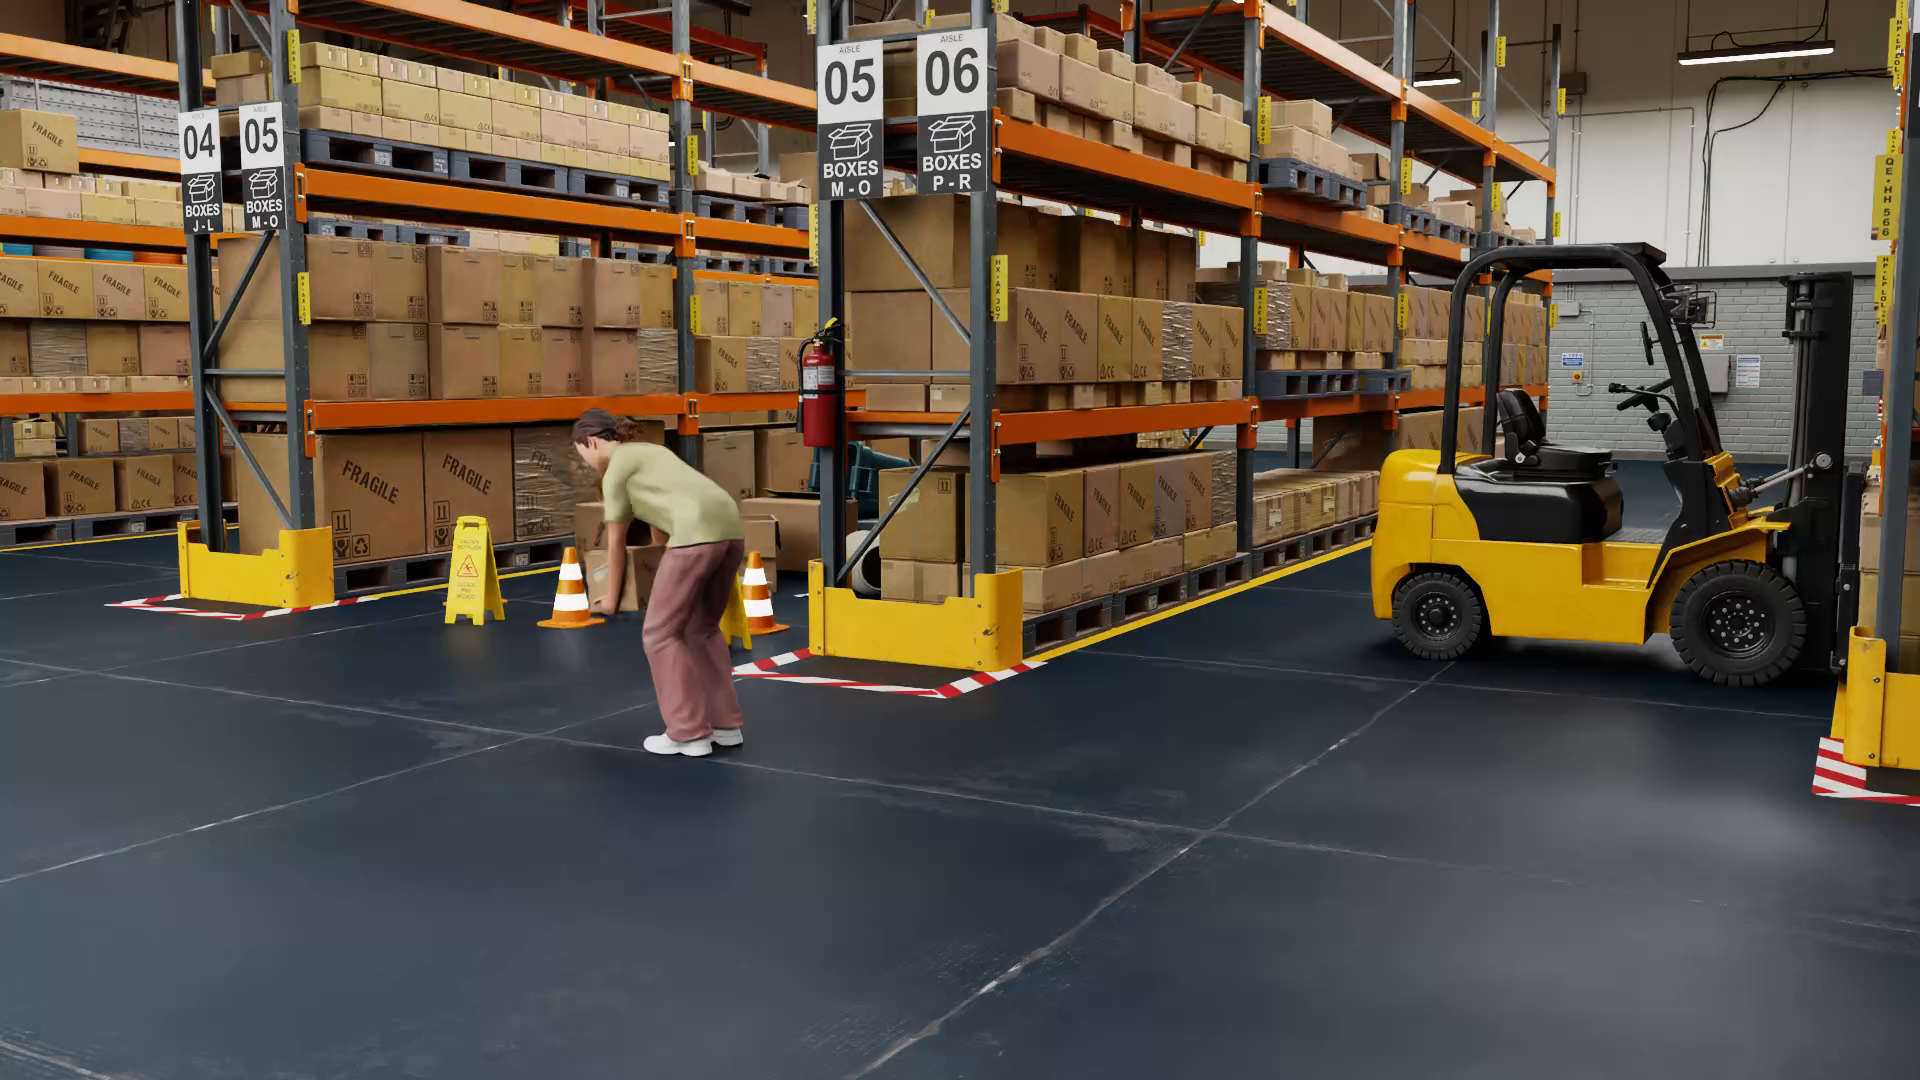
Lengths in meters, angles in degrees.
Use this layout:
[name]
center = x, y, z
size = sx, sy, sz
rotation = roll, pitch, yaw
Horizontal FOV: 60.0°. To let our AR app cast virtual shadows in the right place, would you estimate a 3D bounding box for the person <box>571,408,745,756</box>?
[person]
center = -1.246, 0.156, 6.789
size = 0.776, 1.379, 0.407
rotation = 3, 7, 27
